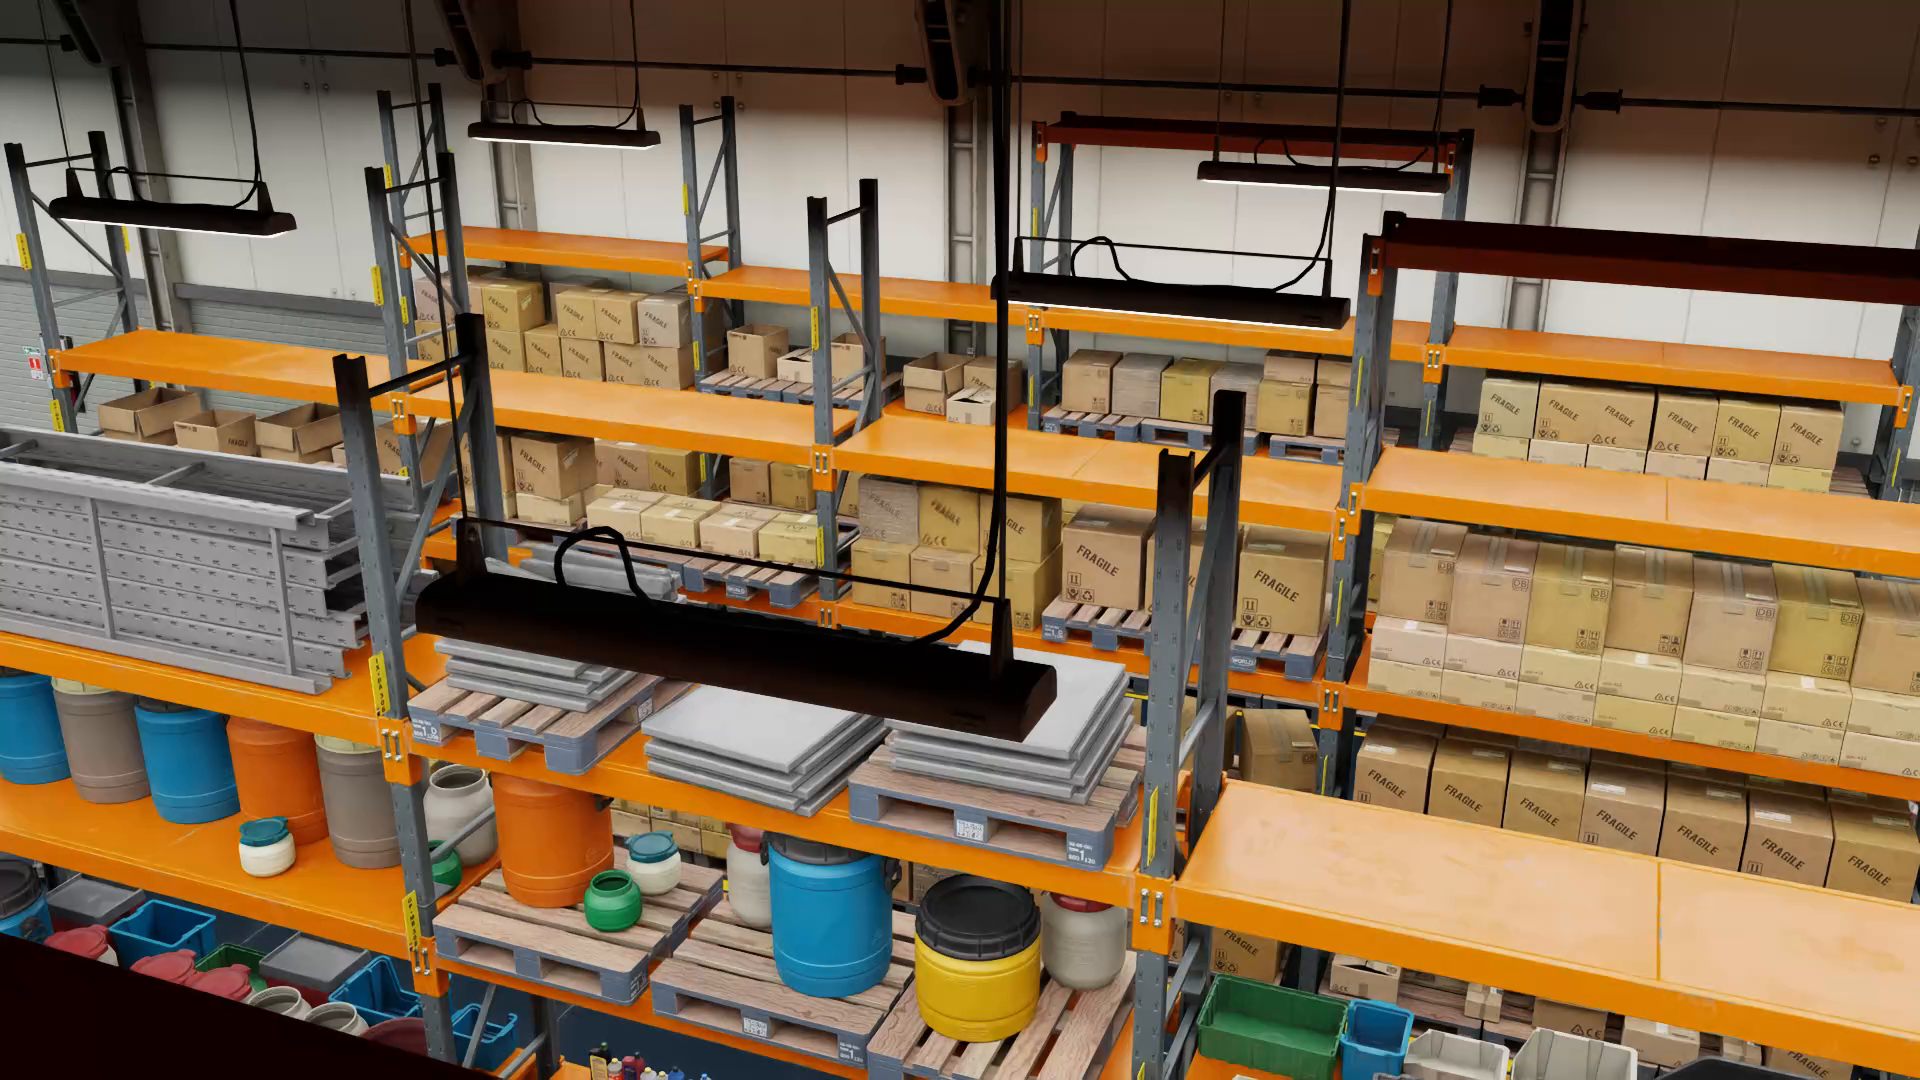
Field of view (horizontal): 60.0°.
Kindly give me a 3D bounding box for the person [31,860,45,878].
[{"bbox_3d":[-7.784,2.238,14.154,0.894,1.644,0.504,-4,21,-11],"label":"person"}]
